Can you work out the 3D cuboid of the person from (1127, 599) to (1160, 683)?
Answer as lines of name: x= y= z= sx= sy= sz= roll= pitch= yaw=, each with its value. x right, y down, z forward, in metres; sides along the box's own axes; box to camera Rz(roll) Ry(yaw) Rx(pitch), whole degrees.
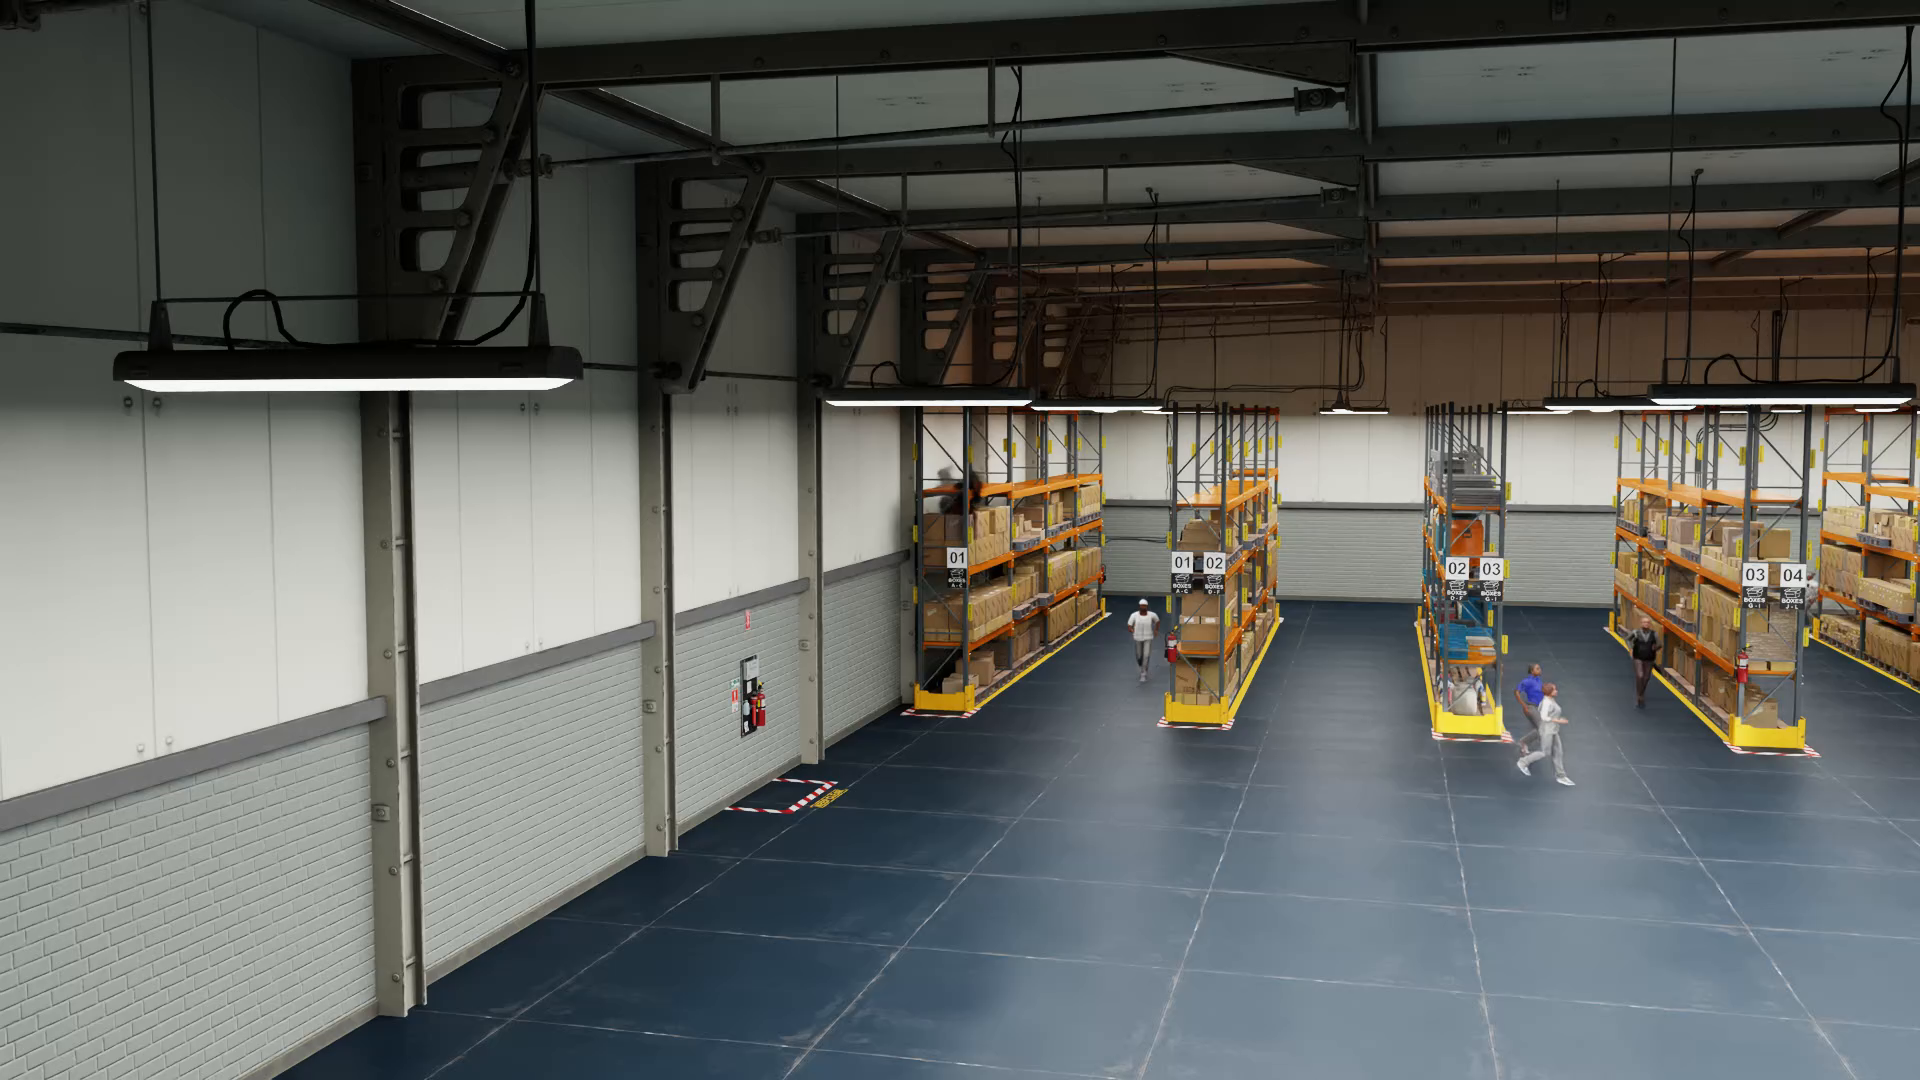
person: x=3.980 y=2.165 z=36.140 sx=0.700 sy=1.762 sz=0.956 roll=1 pitch=4 yaw=10

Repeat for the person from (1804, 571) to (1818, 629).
person: x=22.593 y=1.632 z=44.362 sx=0.805 sy=1.665 sz=0.752 roll=0 pitch=4 yaw=4

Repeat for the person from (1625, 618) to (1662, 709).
person: x=13.580 y=2.422 z=33.019 sx=0.647 sy=1.776 sz=0.845 roll=1 pitch=4 yaw=7

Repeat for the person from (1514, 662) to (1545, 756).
person: x=9.632 y=2.859 z=27.795 sx=0.583 sy=1.620 sz=0.567 roll=4 pitch=6 yaw=43

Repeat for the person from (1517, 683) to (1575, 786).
person: x=9.154 y=3.005 z=25.884 sx=0.841 sy=1.593 sz=0.540 roll=3 pitch=5 yaw=33
